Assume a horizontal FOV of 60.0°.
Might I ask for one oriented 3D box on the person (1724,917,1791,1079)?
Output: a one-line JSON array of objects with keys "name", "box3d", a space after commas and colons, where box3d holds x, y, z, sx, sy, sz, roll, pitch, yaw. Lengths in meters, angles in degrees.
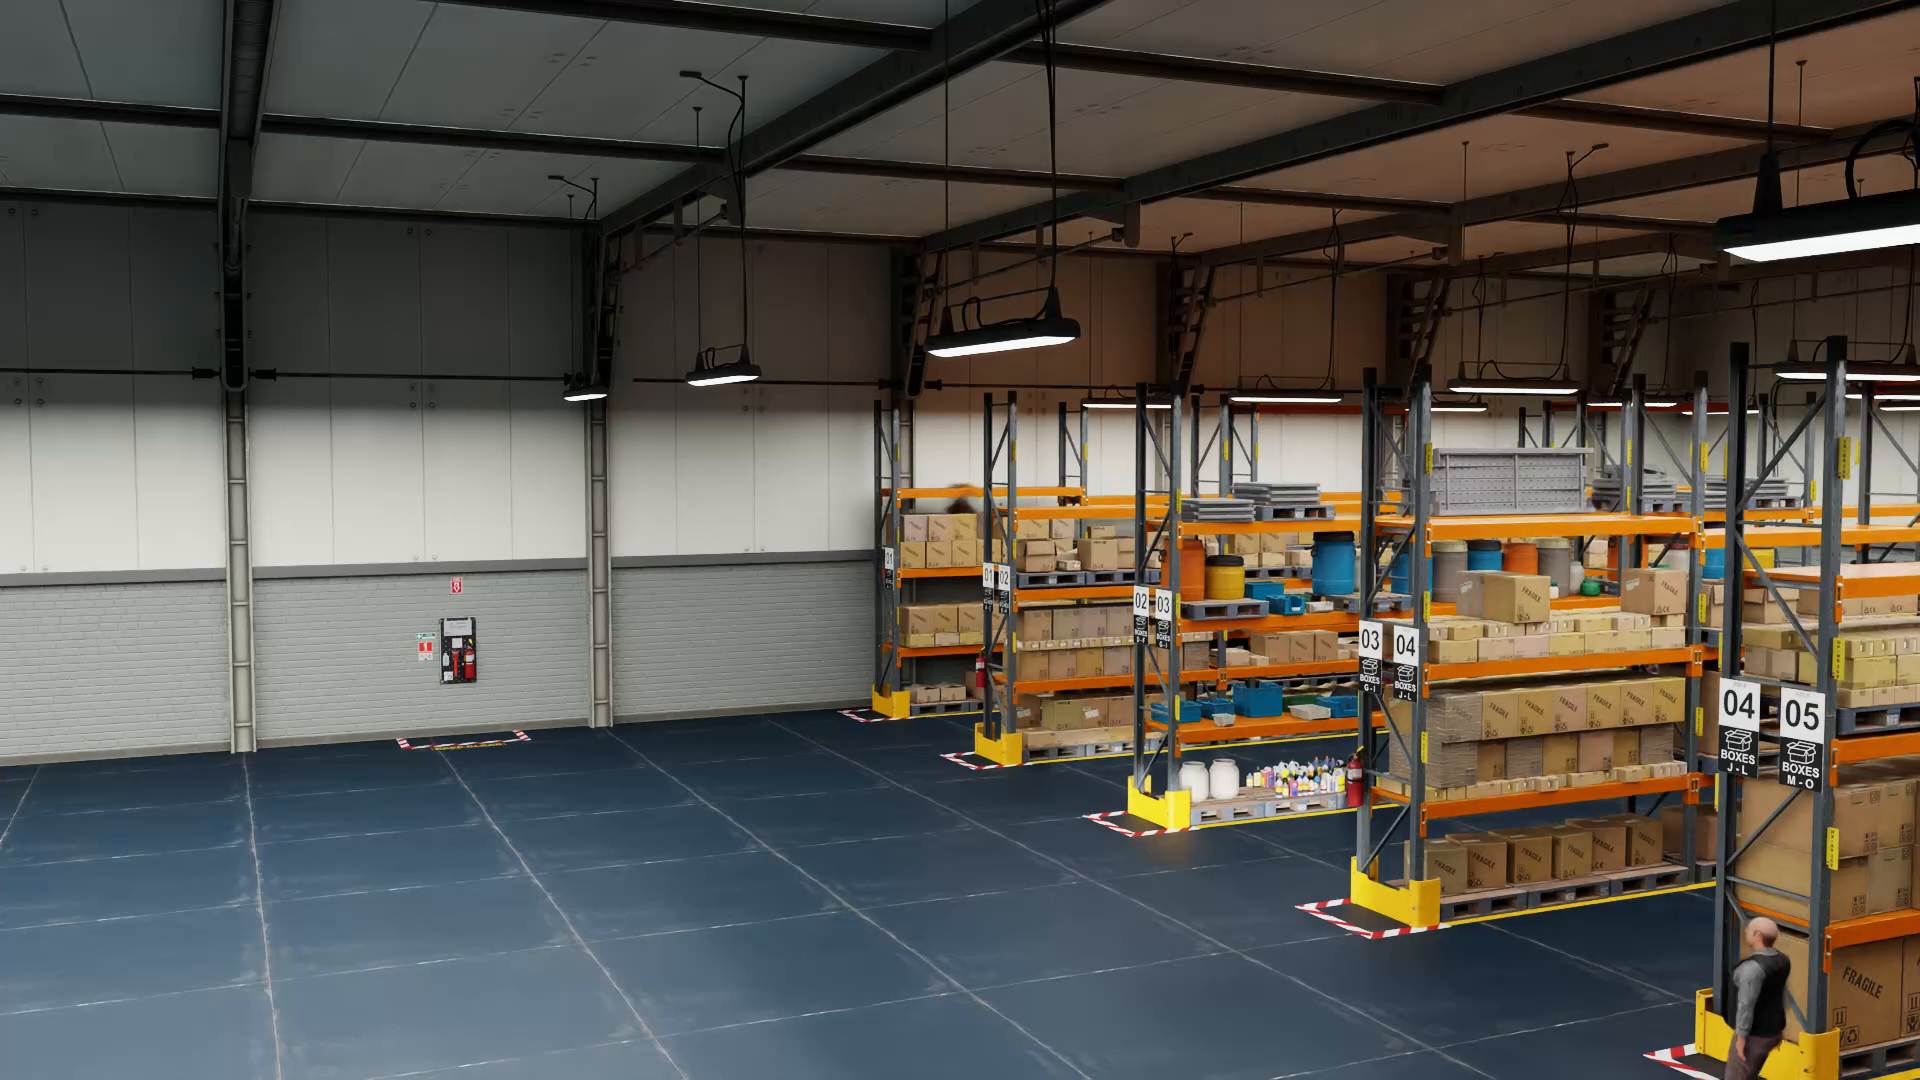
[{"name": "person", "box3d": [5.830, 3.599, 12.108, 0.678, 1.708, 0.549, 3, 4, 42]}]
